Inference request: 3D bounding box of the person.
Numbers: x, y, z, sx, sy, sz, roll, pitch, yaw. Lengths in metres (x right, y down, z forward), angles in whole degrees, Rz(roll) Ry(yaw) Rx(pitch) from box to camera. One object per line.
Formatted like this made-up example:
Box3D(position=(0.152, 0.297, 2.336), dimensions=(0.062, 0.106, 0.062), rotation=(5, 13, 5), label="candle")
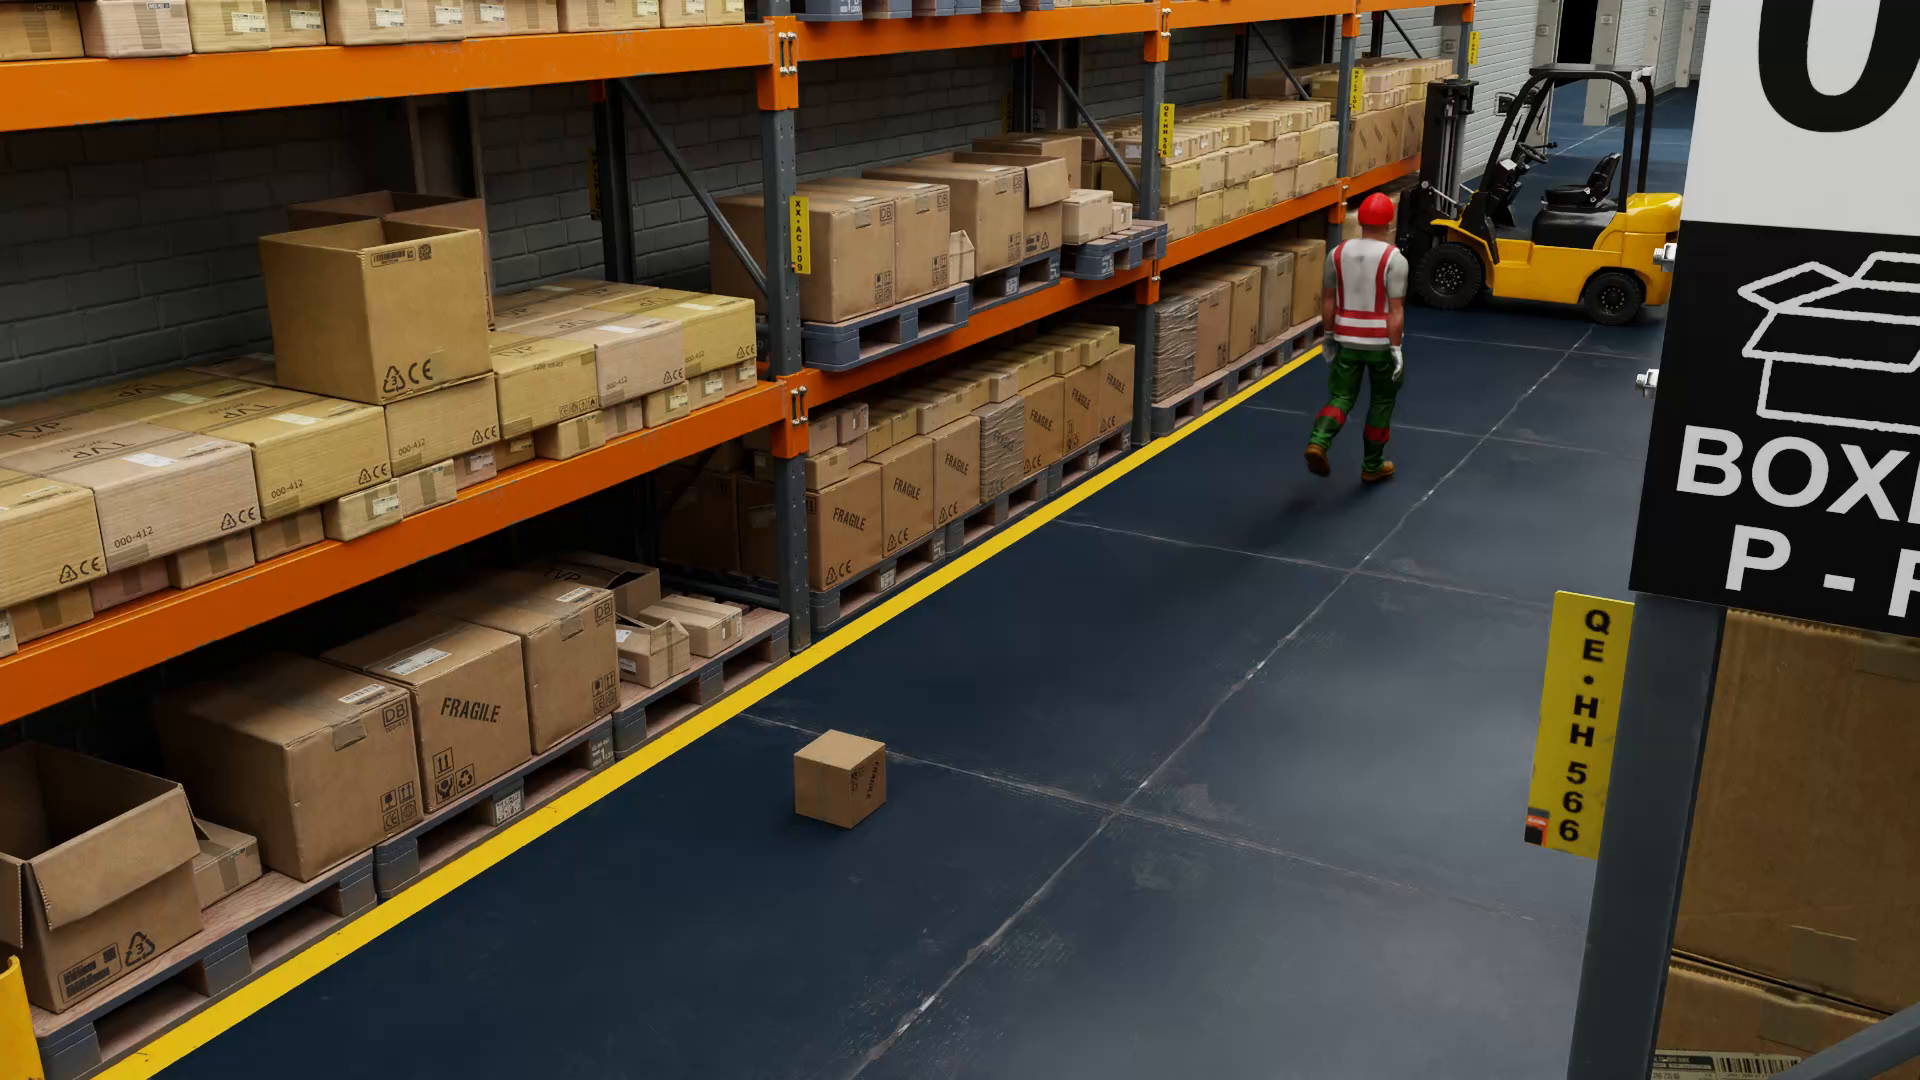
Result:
Box3D(position=(2.384, -1.172, 9.870), dimensions=(0.553, 1.766, 0.827), rotation=(14, 24, 34), label="person")
